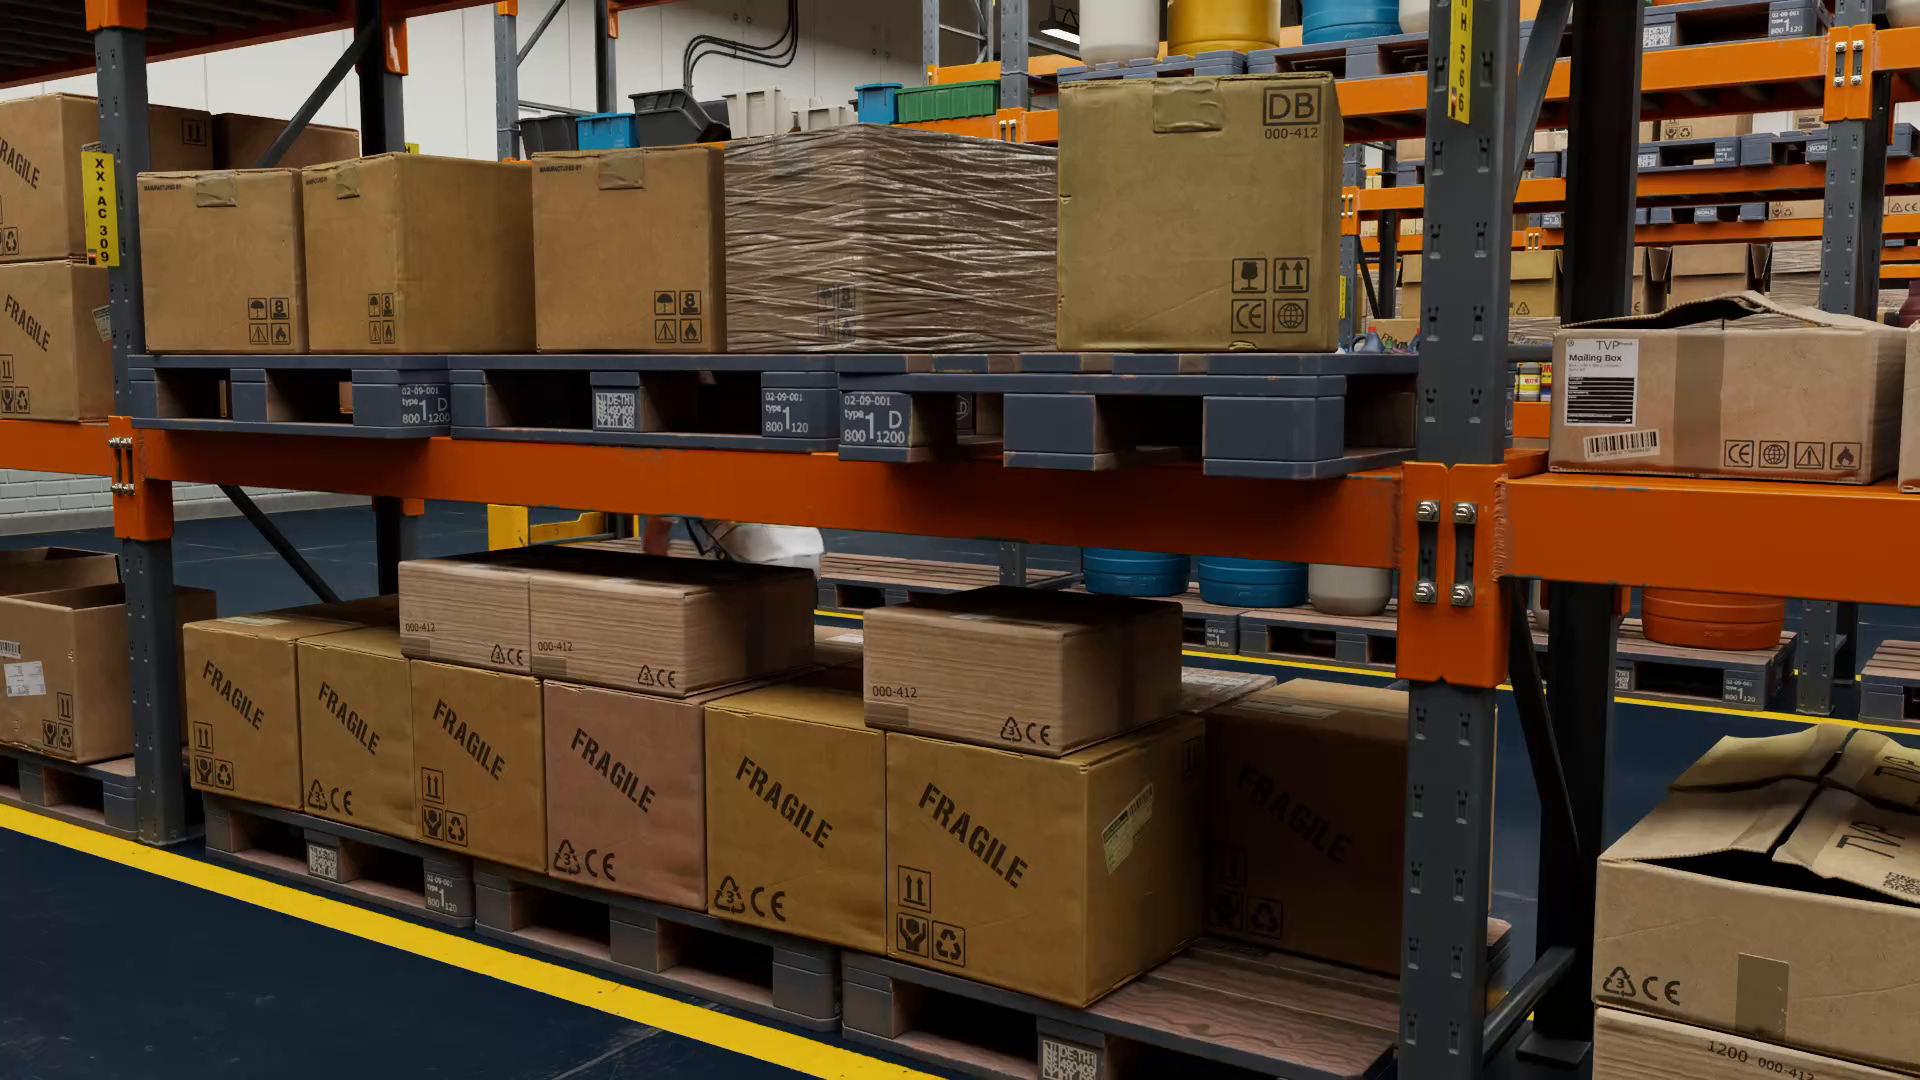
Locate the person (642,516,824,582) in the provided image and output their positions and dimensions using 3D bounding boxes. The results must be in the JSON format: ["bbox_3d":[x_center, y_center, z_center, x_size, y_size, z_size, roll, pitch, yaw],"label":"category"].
[{"bbox_3d":[-0.975,0.099,6.712,0.841,1.351,0.589,4,8,34],"label":"person"}]
